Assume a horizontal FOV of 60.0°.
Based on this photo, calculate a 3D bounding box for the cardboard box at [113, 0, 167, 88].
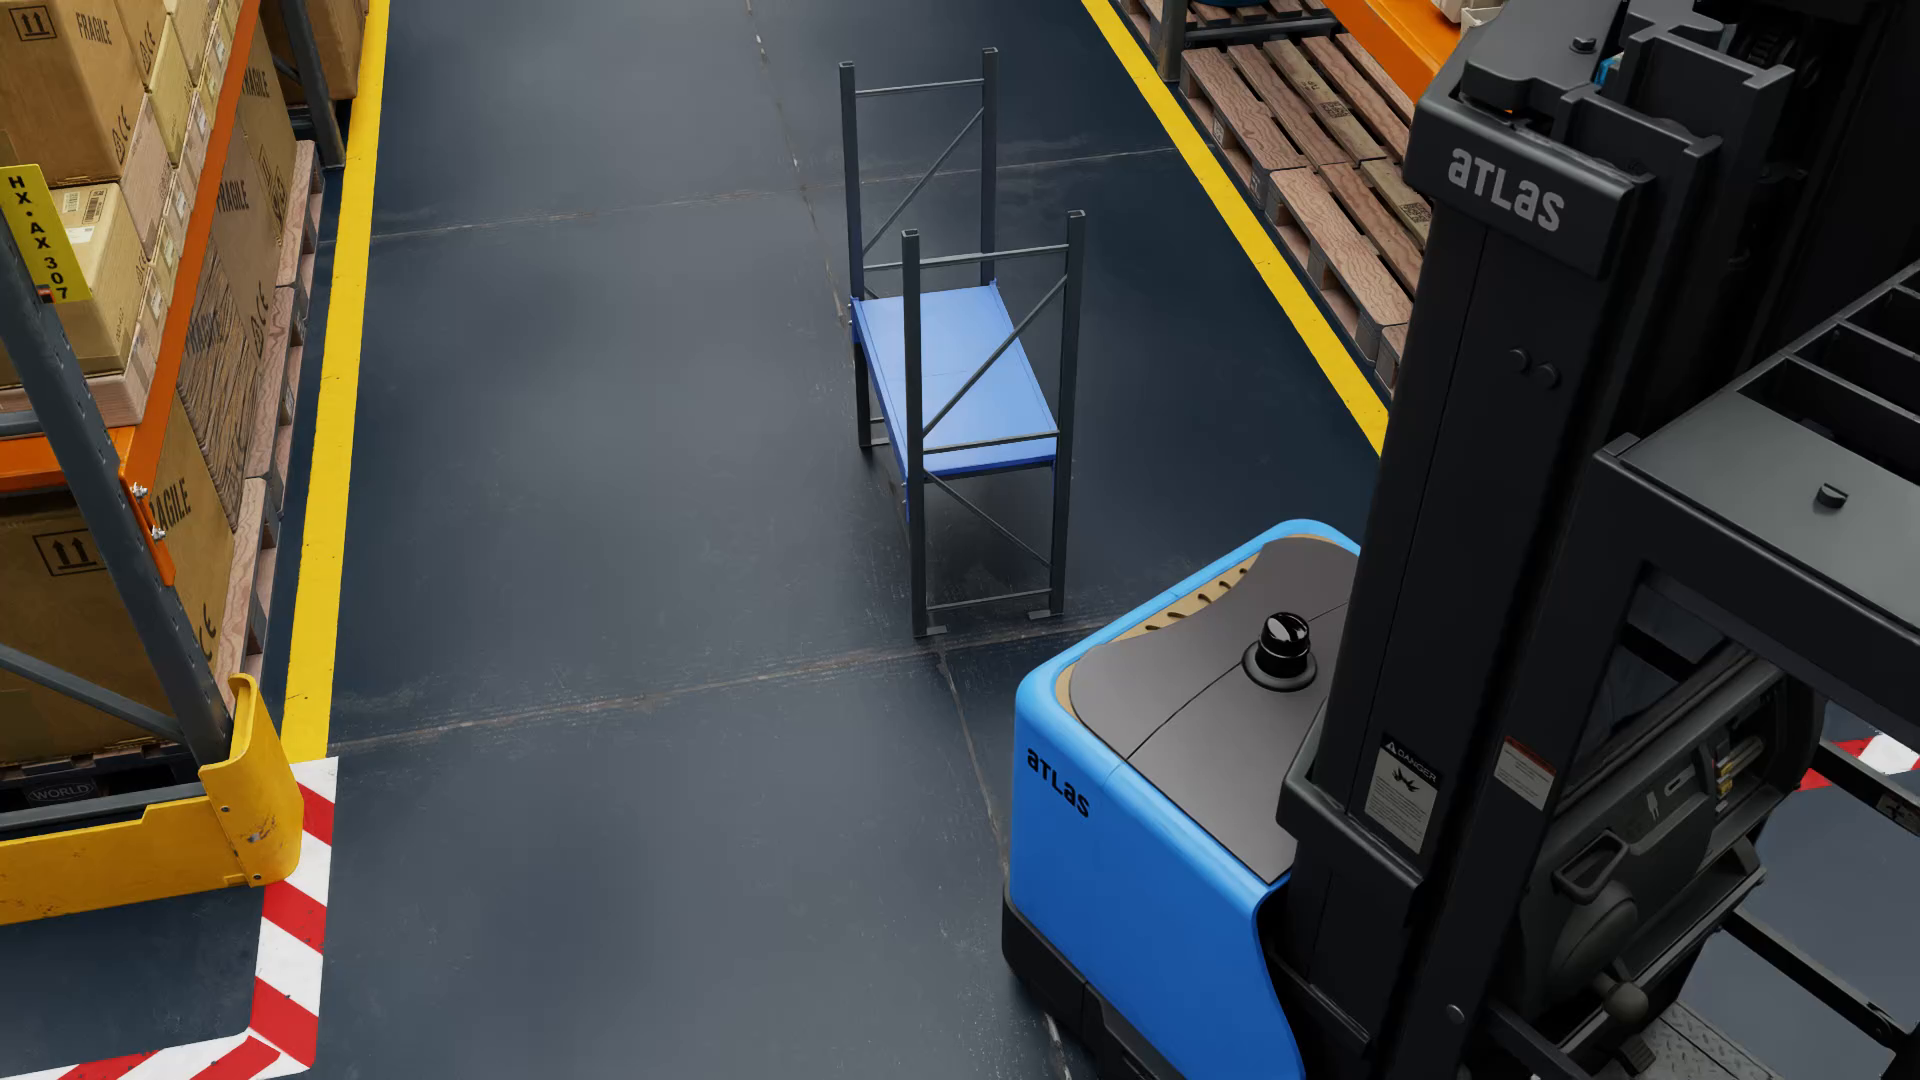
[{"bbox_3d":[-2.543,-1.555,4.566,0.500,0.500,0.500,-9,42,-10],"label":"cardboard box"}]

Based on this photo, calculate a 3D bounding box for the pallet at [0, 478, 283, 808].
[{"bbox_3d":[-2.726,0.325,5.224,1.003,0.211,1.213,-8,42,-9],"label":"pallet"}]

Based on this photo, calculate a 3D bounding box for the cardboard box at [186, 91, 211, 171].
[{"bbox_3d":[-2.511,-1.227,5.062,0.380,0.149,0.250,-9,42,-10],"label":"cardboard box"}]

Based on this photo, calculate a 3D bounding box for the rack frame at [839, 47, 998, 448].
[{"bbox_3d":[-0.128,-0.946,5.686,0.500,1.500,0.032,-8,42,-9],"label":"rack frame"}]

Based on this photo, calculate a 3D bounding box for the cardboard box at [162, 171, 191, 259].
[{"bbox_3d":[-2.401,-0.895,4.688,0.380,0.149,0.250,-9,42,-10],"label":"cardboard box"}]

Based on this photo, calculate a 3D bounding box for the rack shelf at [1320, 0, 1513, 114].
[{"bbox_3d":[1.927,-1.947,6.226,1.077,0.370,4.000,-8,42,-9],"label":"rack shelf"}]

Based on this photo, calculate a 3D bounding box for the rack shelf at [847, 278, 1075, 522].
[{"bbox_3d":[-0.018,-0.482,5.434,0.538,0.185,1.000,-8,42,-9],"label":"rack shelf"}]

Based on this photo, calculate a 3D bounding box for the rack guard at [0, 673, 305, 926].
[{"bbox_3d":[-2.472,0.740,4.540,1.175,0.500,0.348,-8,42,-9],"label":"rack guard"}]

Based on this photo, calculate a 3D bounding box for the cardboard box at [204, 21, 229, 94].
[{"bbox_3d":[-2.623,-1.560,5.438,0.380,0.149,0.250,-8,42,-9],"label":"cardboard box"}]

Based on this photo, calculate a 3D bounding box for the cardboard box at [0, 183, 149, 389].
[{"bbox_3d":[-2.317,-0.615,4.073,0.500,0.250,0.500,-9,42,-10],"label":"cardboard box"}]

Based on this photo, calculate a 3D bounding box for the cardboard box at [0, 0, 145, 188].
[{"bbox_3d":[-2.425,-1.220,4.189,0.500,0.500,0.500,-9,42,-10],"label":"cardboard box"}]

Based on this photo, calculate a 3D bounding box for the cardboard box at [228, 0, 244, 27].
[{"bbox_3d":[-2.732,-1.892,5.811,0.380,0.149,0.250,-8,42,-8],"label":"cardboard box"}]

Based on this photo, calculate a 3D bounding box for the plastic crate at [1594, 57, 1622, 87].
[{"bbox_3d":[2.104,-1.146,4.710,0.616,0.435,0.499,-8,42,-9],"label":"plastic crate"}]

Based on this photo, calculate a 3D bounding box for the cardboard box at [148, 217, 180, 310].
[{"bbox_3d":[-2.344,-0.726,4.497,0.380,0.149,0.250,-9,42,-10],"label":"cardboard box"}]

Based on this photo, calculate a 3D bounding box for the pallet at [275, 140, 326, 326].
[{"bbox_3d":[-3.253,-1.256,7.006,1.003,0.211,1.213,-8,42,-9],"label":"pallet"}]

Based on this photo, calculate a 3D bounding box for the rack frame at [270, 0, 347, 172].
[{"bbox_3d":[-3.341,-2.803,6.648,1.000,3.000,0.127,-8,42,-9],"label":"rack frame"}]

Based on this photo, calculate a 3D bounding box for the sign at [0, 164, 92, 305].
[{"bbox_3d":[-1.934,-0.639,3.499,0.100,0.325,0.005,-8,42,-9],"label":"sign"}]

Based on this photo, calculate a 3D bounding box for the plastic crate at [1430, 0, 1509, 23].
[{"bbox_3d":[1.792,-1.903,5.787,0.298,0.136,0.250,-8,42,-9],"label":"plastic crate"}]

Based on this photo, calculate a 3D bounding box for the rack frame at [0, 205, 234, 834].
[{"bbox_3d":[-2.477,-0.210,3.727,1.000,3.000,0.127,-8,42,-9],"label":"rack frame"}]

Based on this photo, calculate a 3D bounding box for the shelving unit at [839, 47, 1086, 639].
[{"bbox_3d":[-0.018,-0.616,5.314,0.538,1.500,1.048,-8,42,-9],"label":"shelving unit"}]

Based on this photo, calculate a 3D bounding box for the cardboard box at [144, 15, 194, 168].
[{"bbox_3d":[-2.541,-1.278,4.819,0.500,0.250,0.500,-10,43,-11],"label":"cardboard box"}]

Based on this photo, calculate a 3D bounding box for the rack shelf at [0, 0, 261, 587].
[{"bbox_3d":[-2.909,-1.238,5.427,1.077,0.370,4.000,-8,42,-9],"label":"rack shelf"}]

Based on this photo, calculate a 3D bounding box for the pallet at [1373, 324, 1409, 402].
[{"bbox_3d":[2.219,-0.417,6.061,1.003,0.211,1.213,-8,42,-9],"label":"pallet"}]

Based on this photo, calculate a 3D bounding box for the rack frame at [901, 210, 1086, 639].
[{"bbox_3d":[0.091,-0.287,4.943,0.500,1.500,0.032,-8,42,-9],"label":"rack frame"}]

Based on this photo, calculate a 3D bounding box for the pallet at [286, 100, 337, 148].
[{"bbox_3d":[-3.581,-2.250,8.125,1.003,0.211,1.213,-8,42,-9],"label":"pallet"}]

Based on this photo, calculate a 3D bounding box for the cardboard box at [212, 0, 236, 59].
[{"bbox_3d":[-2.677,-1.726,5.624,0.380,0.149,0.250,-9,42,-10],"label":"cardboard box"}]

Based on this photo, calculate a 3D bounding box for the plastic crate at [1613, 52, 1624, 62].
[{"bbox_3d":[1.958,-1.537,5.375,0.396,0.136,0.243,-8,42,-9],"label":"plastic crate"}]

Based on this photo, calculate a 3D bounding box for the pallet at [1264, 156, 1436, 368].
[{"bbox_3d":[1.959,-1.207,6.950,1.003,0.211,1.213,-8,42,-9],"label":"pallet"}]

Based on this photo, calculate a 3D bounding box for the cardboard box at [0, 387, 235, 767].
[{"bbox_3d":[-2.693,0.024,4.748,0.875,0.875,0.875,-8,42,-9],"label":"cardboard box"}]

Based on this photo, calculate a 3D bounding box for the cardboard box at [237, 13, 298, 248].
[{"bbox_3d":[-3.276,-1.726,6.719,0.875,0.875,0.875,-8,42,-9],"label":"cardboard box"}]

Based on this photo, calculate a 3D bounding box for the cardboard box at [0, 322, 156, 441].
[{"bbox_3d":[-2.232,-0.394,4.123,0.380,0.149,0.250,-8,42,-9],"label":"cardboard box"}]

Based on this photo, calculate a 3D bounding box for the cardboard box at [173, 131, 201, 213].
[{"bbox_3d":[-2.455,-1.060,4.873,0.380,0.149,0.250,-9,42,-10],"label":"cardboard box"}]

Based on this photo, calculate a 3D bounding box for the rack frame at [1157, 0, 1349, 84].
[{"bbox_3d":[1.496,-3.513,7.448,1.000,3.000,0.127,-8,42,-9],"label":"rack frame"}]

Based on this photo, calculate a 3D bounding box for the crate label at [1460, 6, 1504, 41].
[{"bbox_3d":[1.874,-1.714,5.574,0.396,0.136,0.243,-8,42,-9],"label":"crate label"}]

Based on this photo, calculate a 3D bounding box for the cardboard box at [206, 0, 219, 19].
[{"bbox_3d":[-2.765,-1.944,5.569,0.500,0.250,0.500,-8,42,-8],"label":"cardboard box"}]

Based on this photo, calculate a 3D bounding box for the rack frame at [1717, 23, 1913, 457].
[{"bbox_3d":[2.359,-0.920,4.527,1.000,3.000,0.127,-8,42,-9],"label":"rack frame"}]

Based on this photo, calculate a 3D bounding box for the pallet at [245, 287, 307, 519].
[{"bbox_3d":[-2.986,-0.464,6.114,1.003,0.211,1.213,-8,42,-9],"label":"pallet"}]

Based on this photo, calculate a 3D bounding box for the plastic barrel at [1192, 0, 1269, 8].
[{"bbox_3d":[1.395,-3.240,8.405,0.600,0.901,0.708,-8,42,-9],"label":"plastic barrel"}]

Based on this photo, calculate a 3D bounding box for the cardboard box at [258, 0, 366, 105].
[{"bbox_3d":[-3.498,-2.578,7.678,1.225,0.875,0.875,-8,42,-9],"label":"cardboard box"}]

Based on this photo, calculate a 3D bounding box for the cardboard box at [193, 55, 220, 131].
[{"bbox_3d":[-2.565,-1.391,5.246,0.380,0.149,0.250,-9,42,-10],"label":"cardboard box"}]

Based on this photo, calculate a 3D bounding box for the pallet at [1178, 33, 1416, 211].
[{"bbox_3d":[1.692,-1.999,7.843,1.003,0.211,1.213,-8,42,-9],"label":"pallet"}]

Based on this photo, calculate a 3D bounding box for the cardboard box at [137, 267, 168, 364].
[{"bbox_3d":[-2.288,-0.560,4.310,0.380,0.149,0.250,-9,42,-10],"label":"cardboard box"}]

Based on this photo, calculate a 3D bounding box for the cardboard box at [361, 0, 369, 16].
[{"bbox_3d":[-3.692,-3.157,8.331,1.225,0.875,0.875,-10,43,-11],"label":"cardboard box"}]

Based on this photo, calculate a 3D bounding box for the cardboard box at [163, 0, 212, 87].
[{"bbox_3d":[-2.658,-1.615,5.199,0.500,0.250,0.500,-9,42,-10],"label":"cardboard box"}]

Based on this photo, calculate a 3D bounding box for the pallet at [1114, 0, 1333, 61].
[{"bbox_3d":[1.370,-2.976,8.944,1.003,0.211,1.213,-8,42,-9],"label":"pallet"}]

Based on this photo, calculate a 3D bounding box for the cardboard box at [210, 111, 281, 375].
[{"bbox_3d":[-3.082,-1.143,6.062,0.875,0.875,0.875,-8,42,-9],"label":"cardboard box"}]

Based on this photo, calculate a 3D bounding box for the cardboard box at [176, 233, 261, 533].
[{"bbox_3d":[-2.890,-0.566,5.412,0.875,0.875,0.875,-8,42,-9],"label":"cardboard box"}]

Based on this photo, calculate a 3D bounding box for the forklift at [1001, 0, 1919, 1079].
[{"bbox_3d":[1.422,0.592,2.875,1.130,2.935,3.031,-28,49,-28],"label":"forklift"}]

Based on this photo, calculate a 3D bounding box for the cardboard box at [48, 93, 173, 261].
[{"bbox_3d":[-2.436,-0.951,4.451,0.500,0.250,0.500,-9,42,-10],"label":"cardboard box"}]
